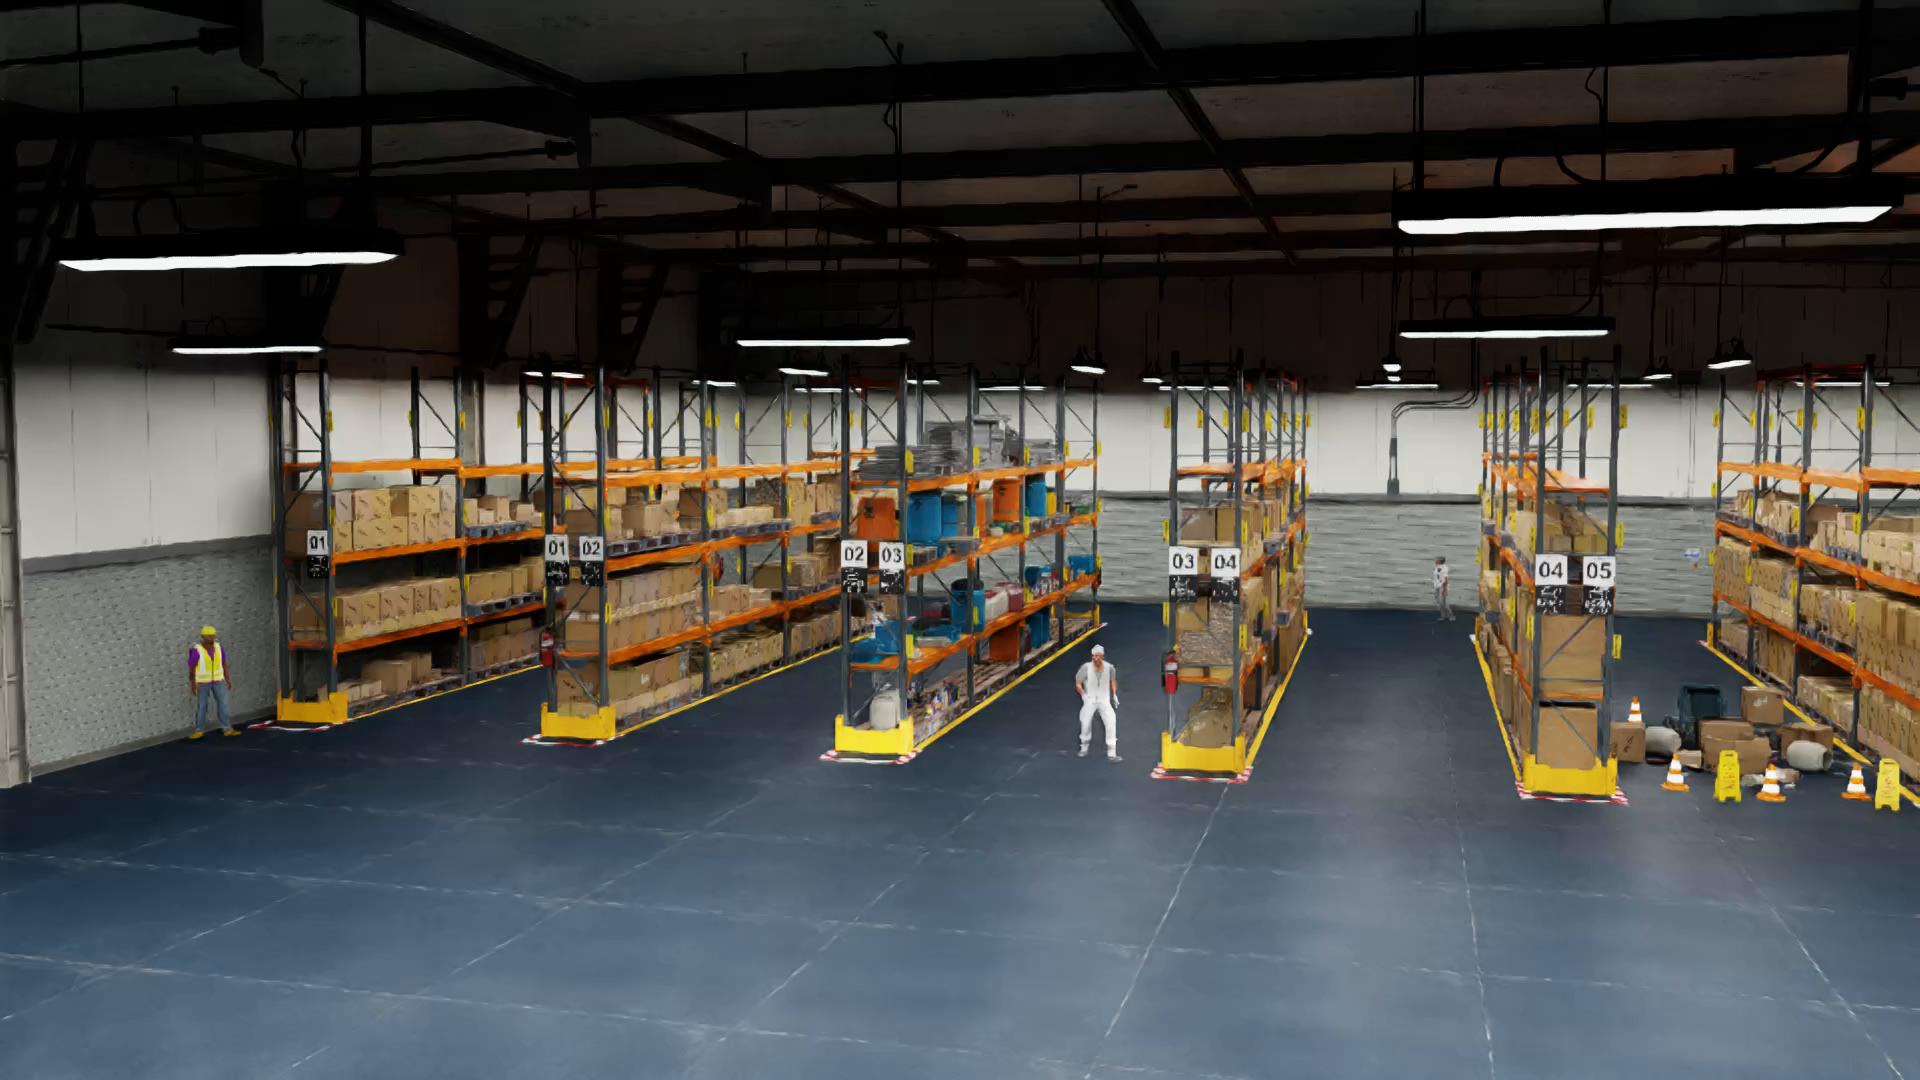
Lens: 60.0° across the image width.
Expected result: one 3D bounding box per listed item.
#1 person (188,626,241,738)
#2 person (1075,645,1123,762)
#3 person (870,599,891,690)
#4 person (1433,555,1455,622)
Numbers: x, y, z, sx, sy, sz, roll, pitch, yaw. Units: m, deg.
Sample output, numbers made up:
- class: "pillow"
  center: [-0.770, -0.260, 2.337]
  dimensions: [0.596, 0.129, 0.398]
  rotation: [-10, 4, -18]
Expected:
- class: "person"
  center: [-11.777, 2.225, 26.175]
  dimensions: [0.705, 1.761, 0.501]
  rotation: [-4, 6, -43]
- class: "person"
  center: [2.011, 2.374, 24.467]
  dimensions: [0.667, 1.715, 0.844]
  rotation: [0, 4, -1]
- class: "person"
  center: [-1.465, 1.928, 30.926]
  dimensions: [0.409, 1.677, 0.532]
  rotation: [-1, 4, -16]
- class: "person"
  center: [11.989, 1.205, 41.204]
  dimensions: [0.441, 1.655, 0.619]
  rotation: [-1, 4, -17]
